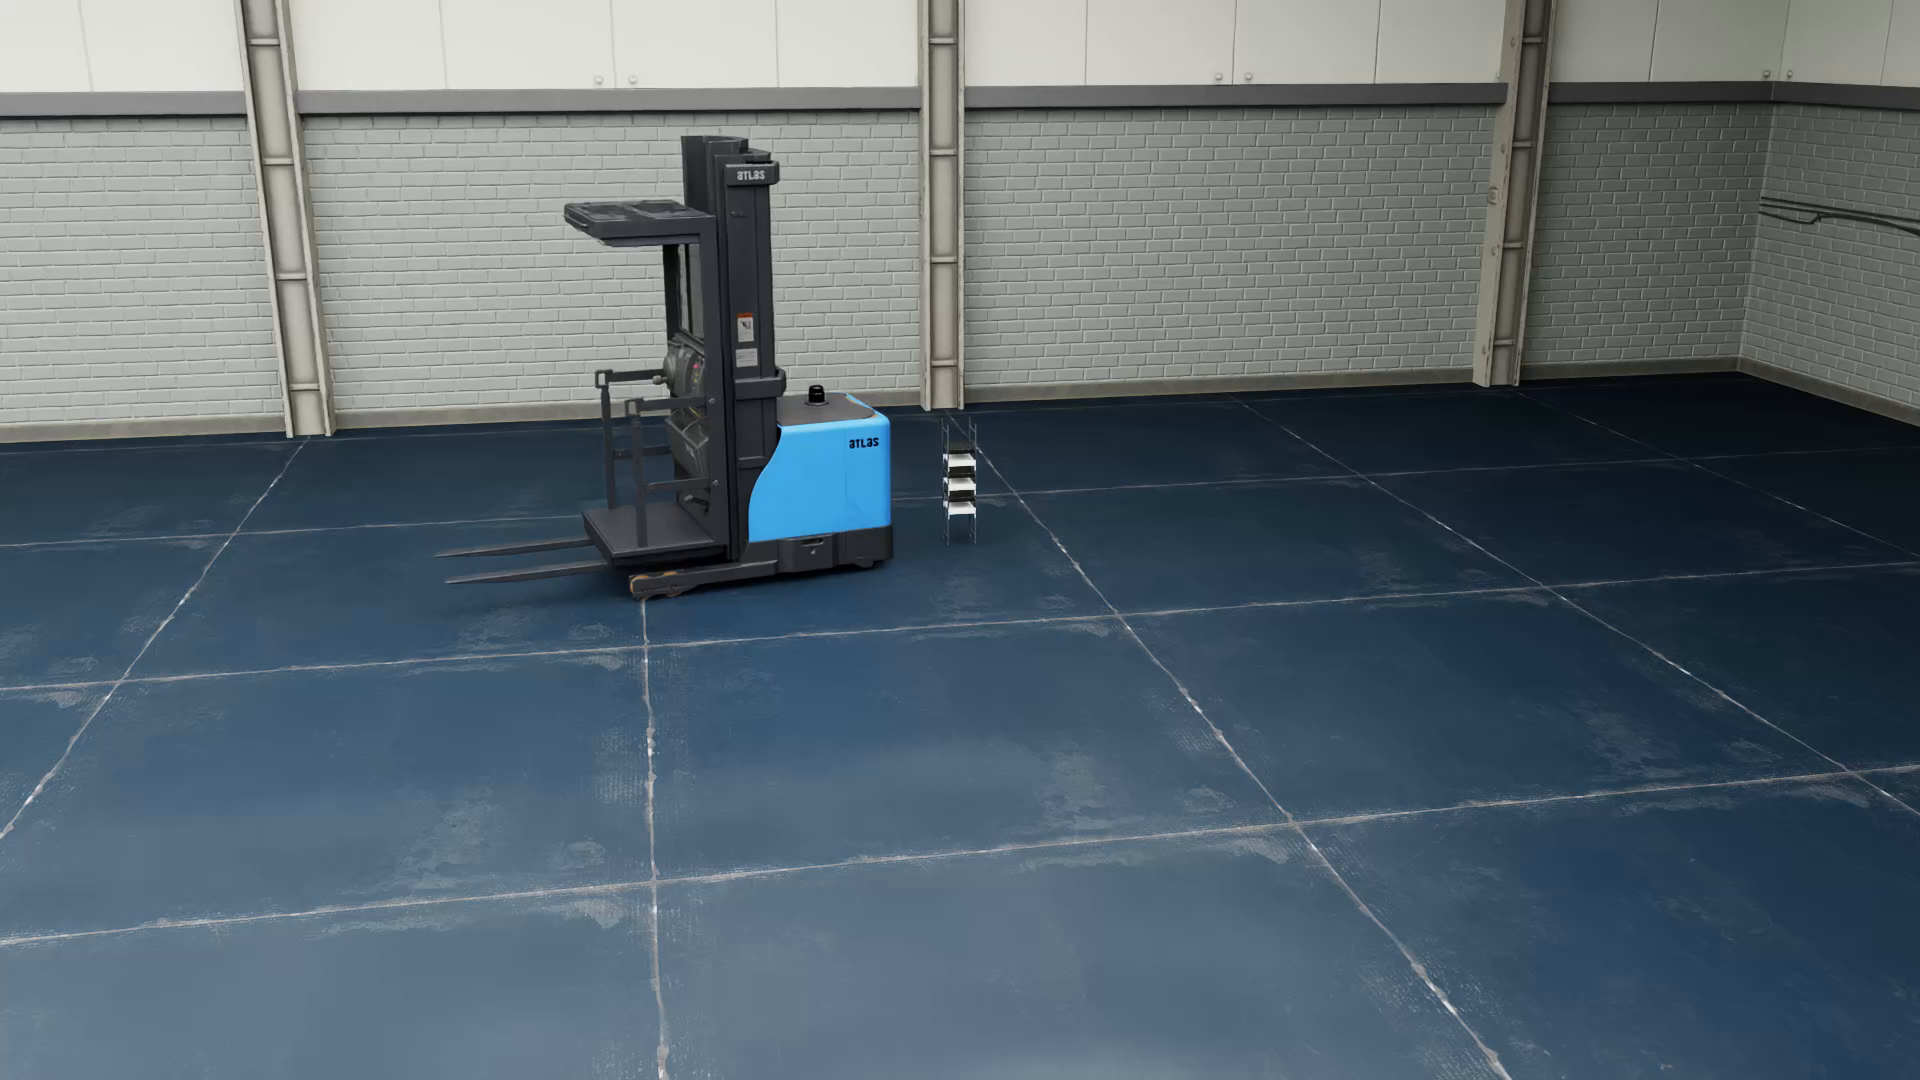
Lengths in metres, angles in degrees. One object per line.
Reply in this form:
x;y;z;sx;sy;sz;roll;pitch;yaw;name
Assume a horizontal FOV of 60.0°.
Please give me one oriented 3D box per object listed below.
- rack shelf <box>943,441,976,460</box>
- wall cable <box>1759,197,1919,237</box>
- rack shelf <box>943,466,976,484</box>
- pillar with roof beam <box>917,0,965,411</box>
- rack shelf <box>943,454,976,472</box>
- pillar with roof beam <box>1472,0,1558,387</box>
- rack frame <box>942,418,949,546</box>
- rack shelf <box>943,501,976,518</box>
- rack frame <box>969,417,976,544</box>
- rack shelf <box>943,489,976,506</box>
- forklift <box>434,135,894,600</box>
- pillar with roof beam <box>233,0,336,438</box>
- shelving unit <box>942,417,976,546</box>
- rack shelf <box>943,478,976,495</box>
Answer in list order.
-0.008;-0.656;12.109;0.200;0.077;0.258;-3;17;-10;rack shelf
8.855;-4.271;16.181;0.112;2.526;3.097;-3;17;-10;wall cable
-0.008;-0.484;12.162;0.200;0.077;0.258;-3;17;-10;rack shelf
0.638;-4.398;11.303;0.400;9.000;9.100;-3;17;-10;pillar with roof beam
-0.008;-0.570;12.135;0.200;0.077;0.258;-3;17;-10;rack shelf
6.529;-4.732;12.391;0.400;9.000;9.100;-3;17;-10;pillar with roof beam
-0.108;-0.424;12.160;0.006;0.900;0.240;-3;17;-10;rack frame
-0.008;-0.226;12.241;0.200;0.077;0.258;-3;17;-10;rack shelf
0.092;-0.435;12.197;0.006;0.900;0.240;-3;17;-10;rack frame
-0.008;-0.312;12.214;0.200;0.077;0.258;-3;17;-10;rack shelf
-2.034;-1.177;11.152;3.031;2.935;1.130;-7;18;-22;forklift
-5.253;-4.063;10.215;0.400;9.000;9.100;-3;17;-10;pillar with roof beam
-0.008;-0.430;12.178;0.210;0.900;0.258;-3;17;-10;shelving unit
-0.008;-0.398;12.188;0.200;0.077;0.258;-3;17;-10;rack shelf
